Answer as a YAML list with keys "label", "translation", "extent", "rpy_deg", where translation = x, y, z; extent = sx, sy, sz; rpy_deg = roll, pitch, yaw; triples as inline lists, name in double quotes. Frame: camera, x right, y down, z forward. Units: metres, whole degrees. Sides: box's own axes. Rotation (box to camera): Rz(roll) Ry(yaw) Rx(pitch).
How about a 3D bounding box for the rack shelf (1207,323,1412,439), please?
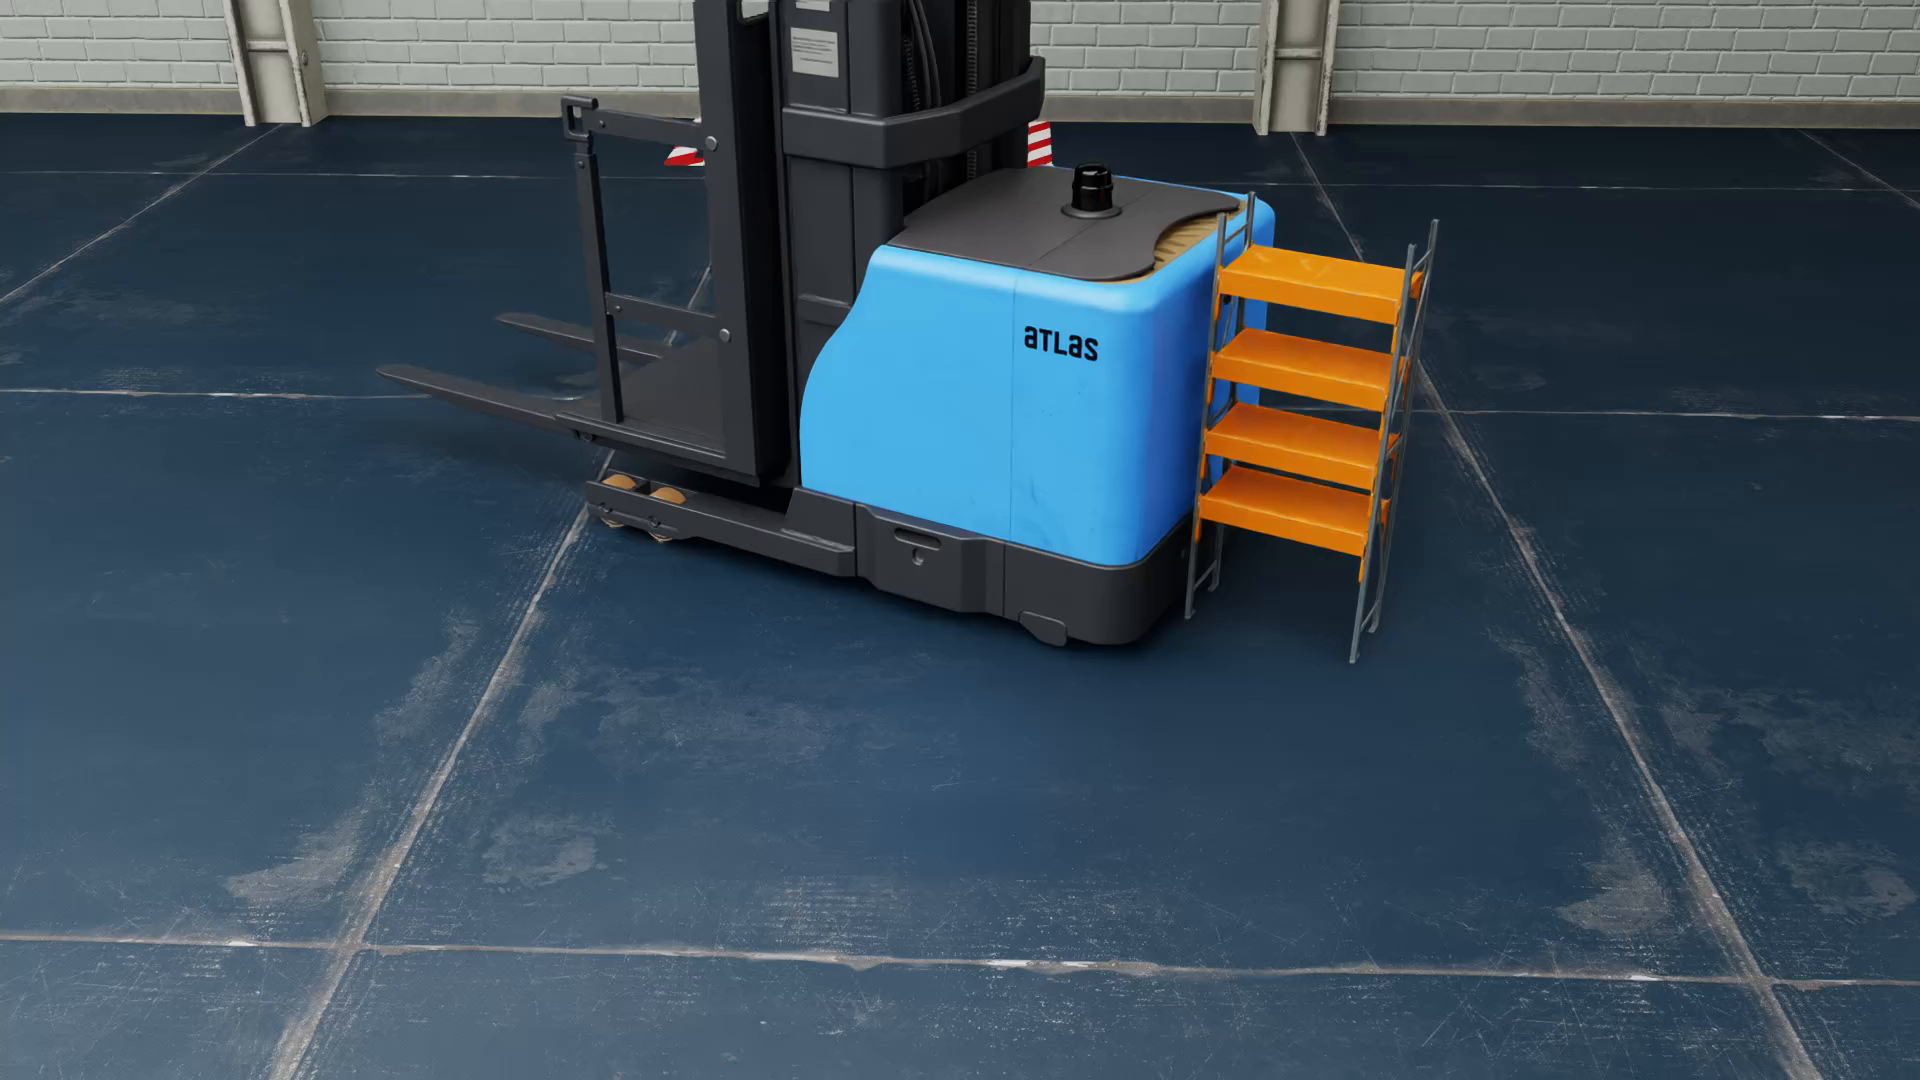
- label: "rack shelf"
  translation: [0.934, -0.430, 4.440]
  extent: [0.480, 0.148, 0.258]
  rpy_deg: [15, 31, 25]

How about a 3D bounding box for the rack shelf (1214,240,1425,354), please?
- label: "rack shelf"
  translation: [0.937, -0.638, 4.328]
  extent: [0.480, 0.148, 0.258]
  rpy_deg: [15, 31, 25]

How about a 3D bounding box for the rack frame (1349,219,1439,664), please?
- label: "rack frame"
  translation: [1.147, -0.235, 4.412]
  extent: [0.015, 1.200, 0.240]
  rpy_deg: [15, 31, 25]

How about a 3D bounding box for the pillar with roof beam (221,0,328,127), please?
- label: "pillar with roof beam"
  translation: [-4.204, -4.495, 4.122]
  extent: [0.400, 9.000, 9.100]
  rpy_deg: [1, 28, 2]

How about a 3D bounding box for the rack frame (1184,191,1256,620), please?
- label: "rack frame"
  translation: [0.718, -0.349, 4.615]
  extent: [0.015, 1.200, 0.240]
  rpy_deg: [15, 31, 25]

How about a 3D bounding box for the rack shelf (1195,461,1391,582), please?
- label: "rack shelf"
  translation: [0.930, -0.058, 4.639]
  extent: [0.480, 0.148, 0.258]
  rpy_deg: [15, 31, 25]

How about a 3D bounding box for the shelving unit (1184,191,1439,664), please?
- label: "shelving unit"
  translation: [0.933, -0.292, 4.514]
  extent: [0.503, 1.200, 0.258]
  rpy_deg: [15, 31, 25]

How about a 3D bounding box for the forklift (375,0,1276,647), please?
- label: "forklift"
  translation: [-0.605, -1.489, 4.929]
  extent: [3.031, 2.935, 1.130]
  rpy_deg: [15, 31, 26]

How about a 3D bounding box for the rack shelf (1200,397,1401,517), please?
- label: "rack shelf"
  translation: [0.932, -0.233, 4.546]
  extent: [0.480, 0.148, 0.258]
  rpy_deg: [15, 31, 25]

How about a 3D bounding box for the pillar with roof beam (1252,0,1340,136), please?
- label: "pillar with roof beam"
  translation: [1.793, -4.396, 3.935]
  extent: [0.400, 9.000, 9.100]
  rpy_deg: [1, 28, 2]
